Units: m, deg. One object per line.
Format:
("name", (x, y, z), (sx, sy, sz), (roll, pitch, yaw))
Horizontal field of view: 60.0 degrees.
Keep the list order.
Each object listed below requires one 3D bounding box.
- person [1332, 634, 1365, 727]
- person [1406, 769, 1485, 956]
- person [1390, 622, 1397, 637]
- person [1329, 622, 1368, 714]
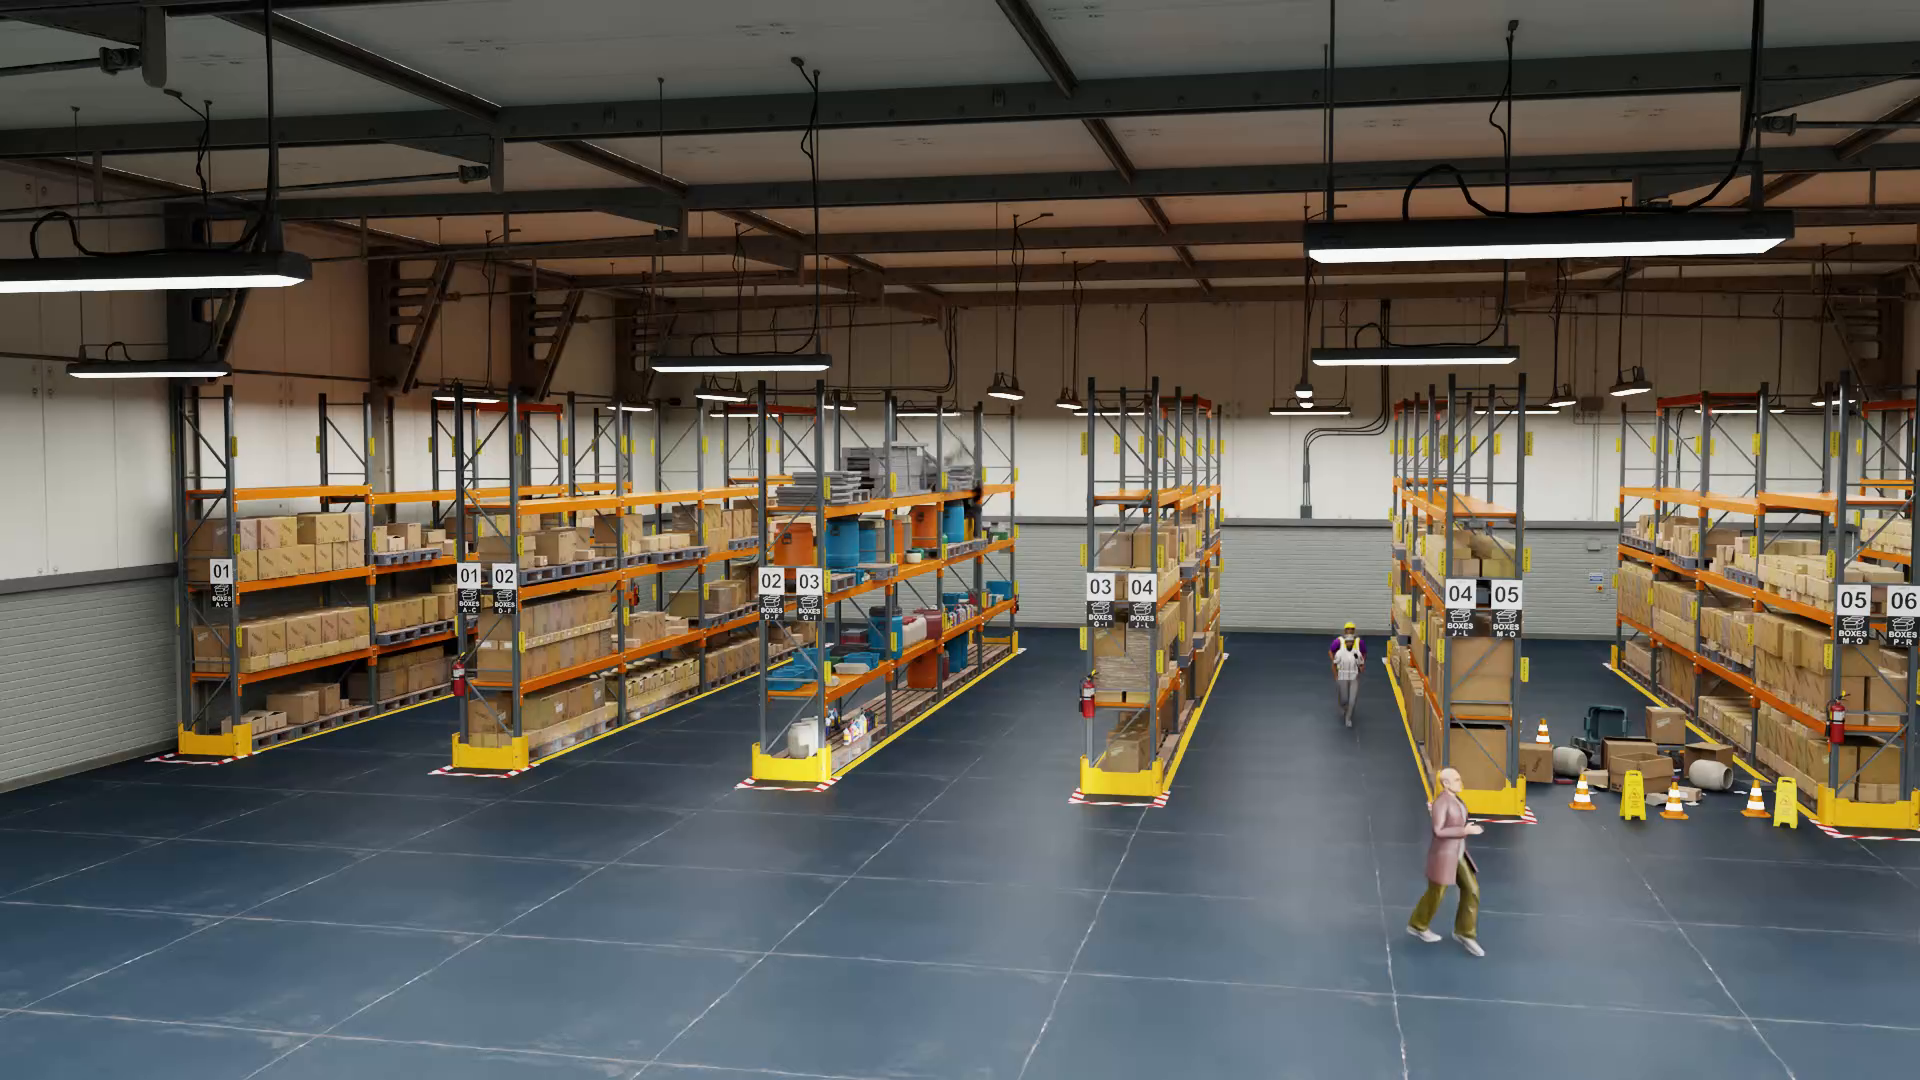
("person", (7.006, 2.510, 29.961), (0.582, 1.662, 0.559), (0, 3, 8))
("person", (4.848, 3.183, 16.540), (0.811, 1.837, 0.699), (3, 4, 43))
("person", (10.551, 1.963, 39.837), (0.551, 1.600, 0.676), (3, 4, 39))
("person", (7.281, 2.398, 31.118), (0.698, 1.720, 0.576), (0, 3, 5))
